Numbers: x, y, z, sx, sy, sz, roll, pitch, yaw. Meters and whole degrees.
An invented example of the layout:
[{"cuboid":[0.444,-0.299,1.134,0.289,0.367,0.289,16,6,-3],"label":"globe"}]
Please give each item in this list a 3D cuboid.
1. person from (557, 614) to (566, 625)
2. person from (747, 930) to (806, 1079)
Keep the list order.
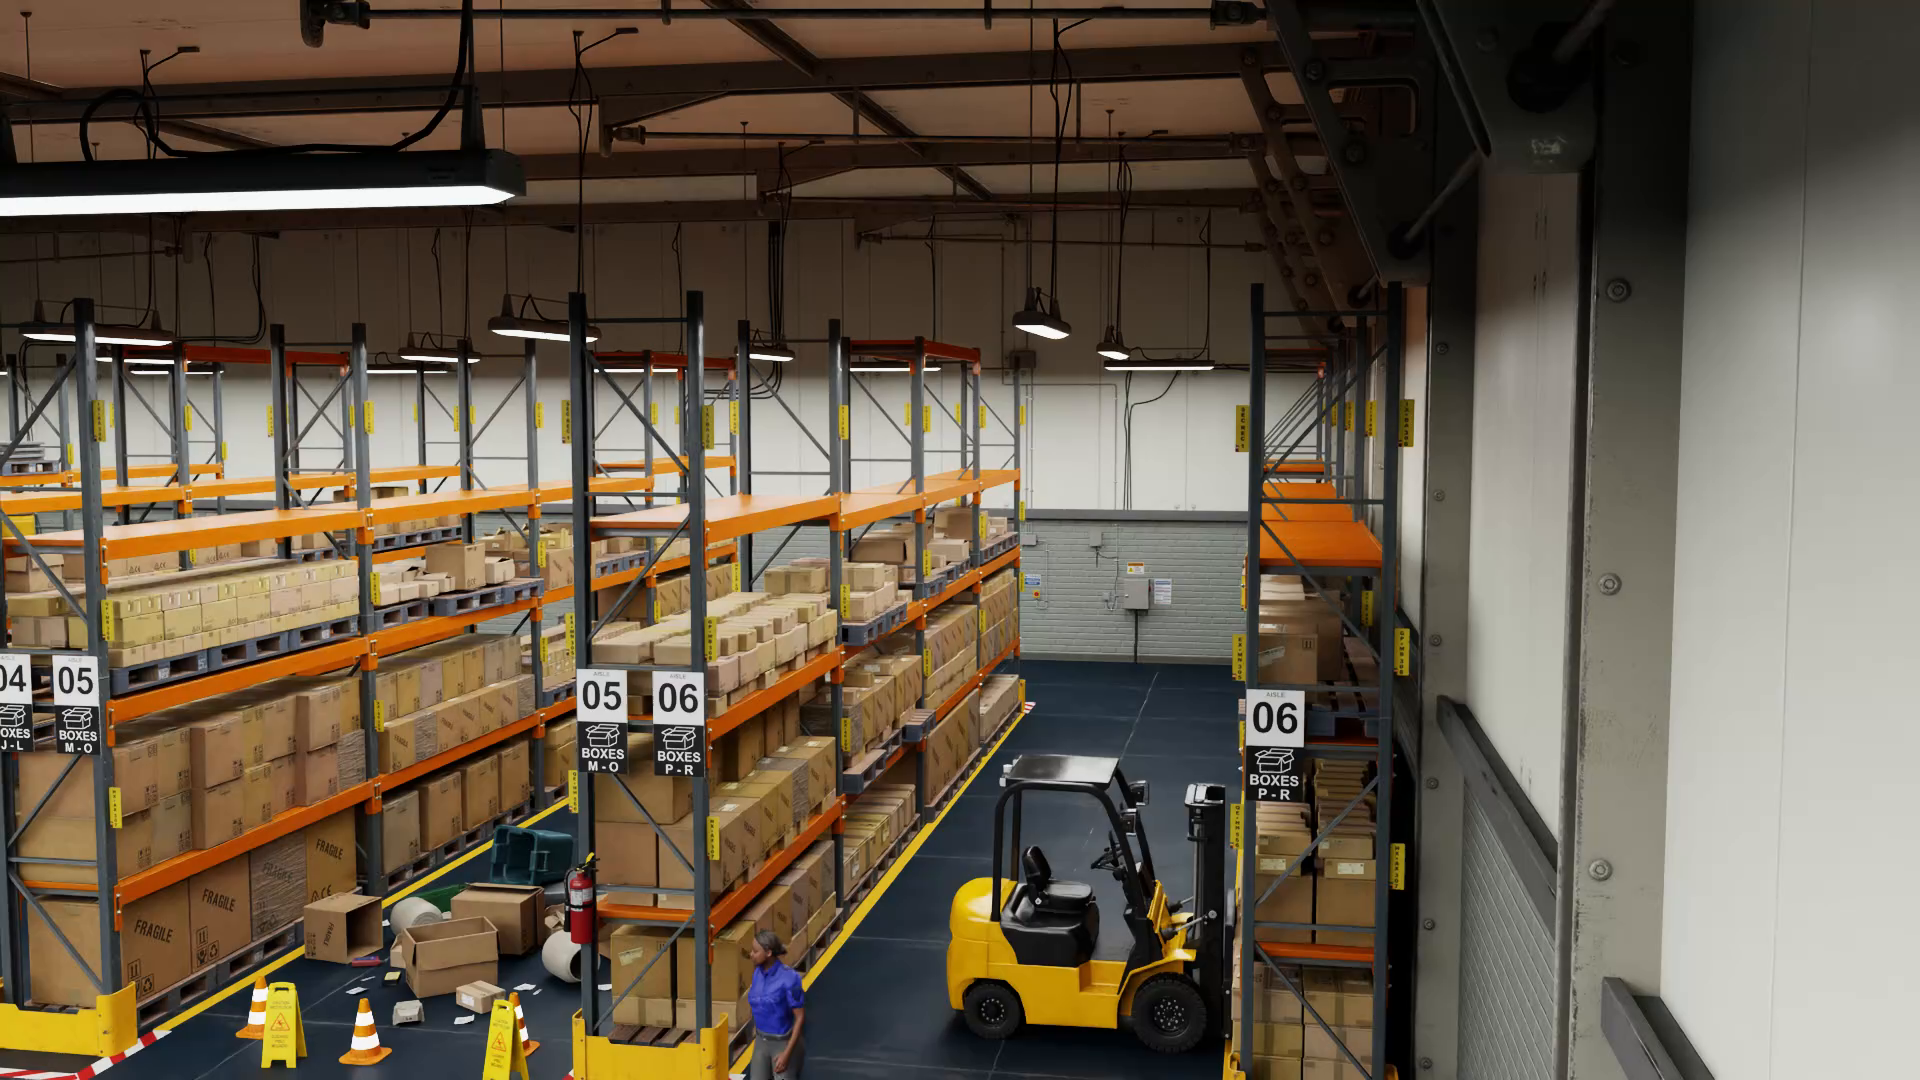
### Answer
[{"cuboid":[-6.739,2.094,28.225,0.562,1.690,0.686,0,5,-3],"label":"person"},{"cuboid":[-1.218,3.452,11.340,0.503,1.628,0.558,3,6,36],"label":"person"}]
